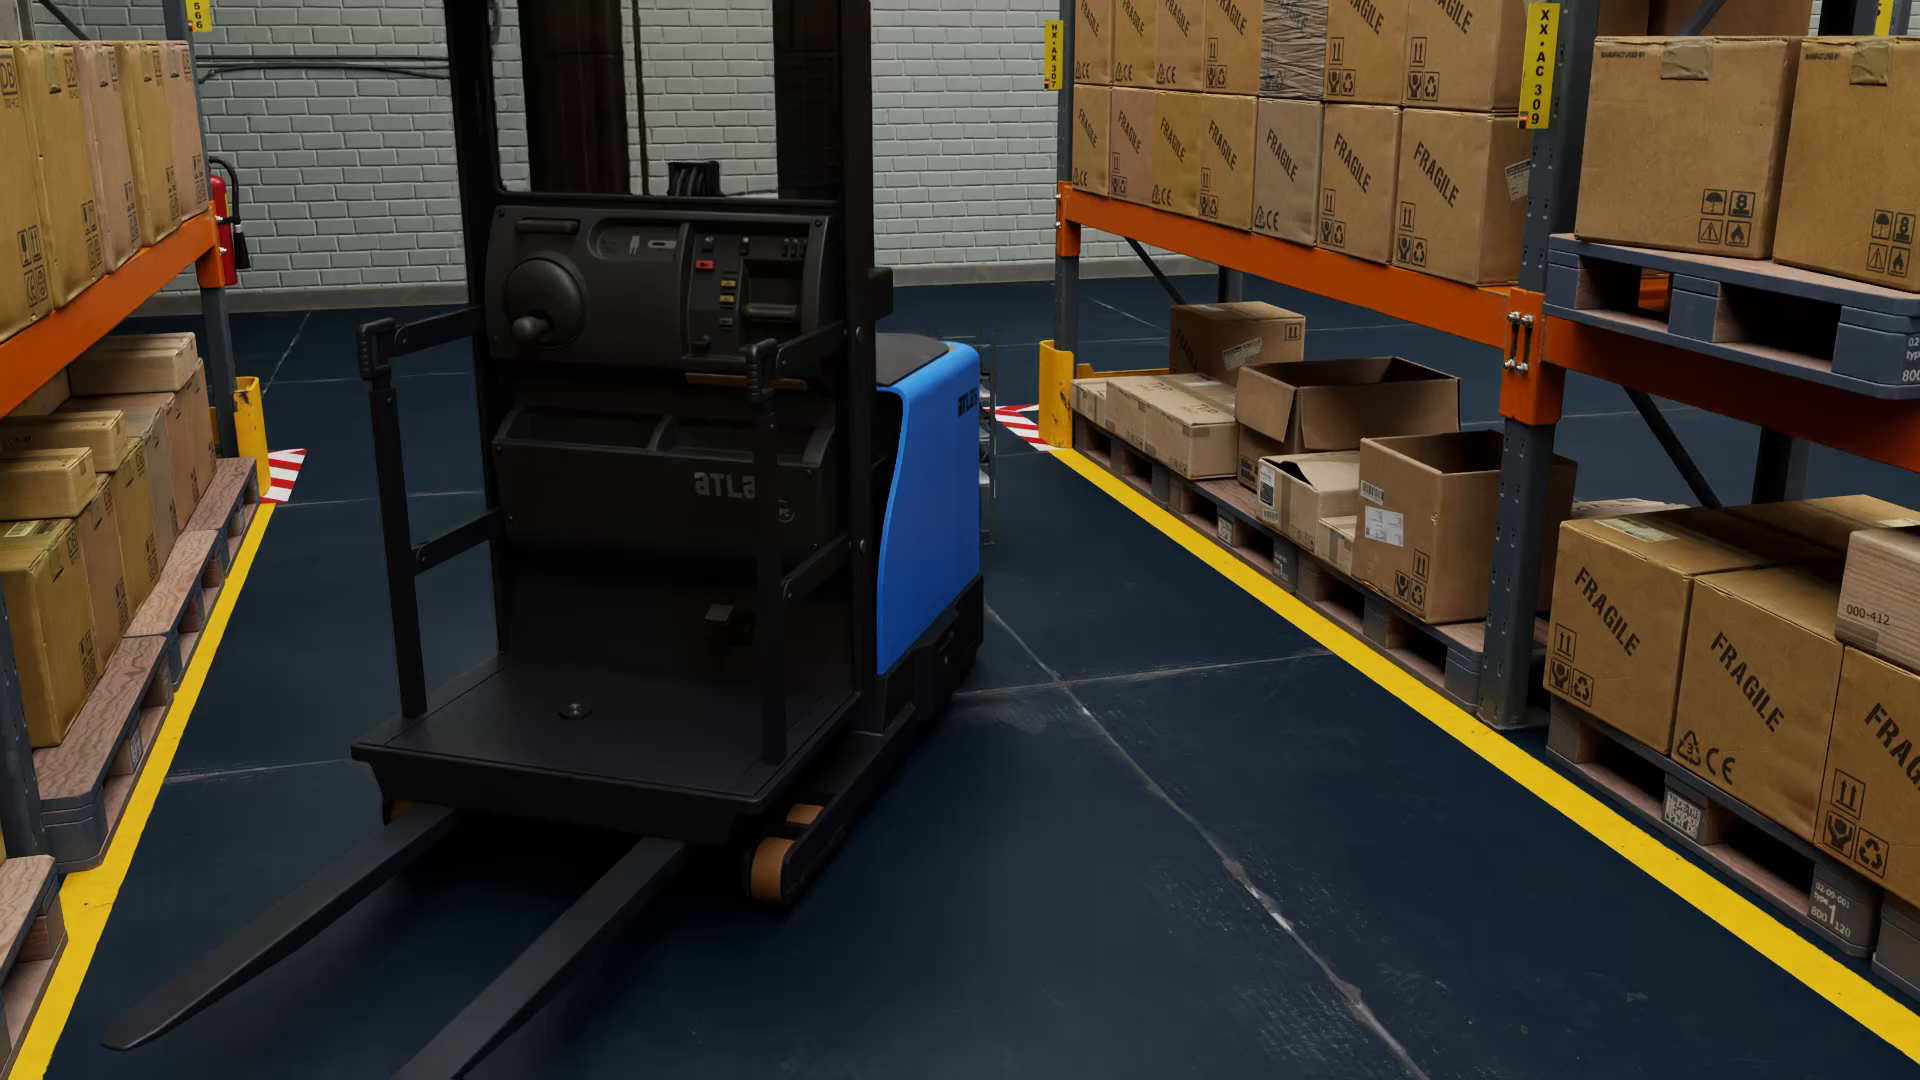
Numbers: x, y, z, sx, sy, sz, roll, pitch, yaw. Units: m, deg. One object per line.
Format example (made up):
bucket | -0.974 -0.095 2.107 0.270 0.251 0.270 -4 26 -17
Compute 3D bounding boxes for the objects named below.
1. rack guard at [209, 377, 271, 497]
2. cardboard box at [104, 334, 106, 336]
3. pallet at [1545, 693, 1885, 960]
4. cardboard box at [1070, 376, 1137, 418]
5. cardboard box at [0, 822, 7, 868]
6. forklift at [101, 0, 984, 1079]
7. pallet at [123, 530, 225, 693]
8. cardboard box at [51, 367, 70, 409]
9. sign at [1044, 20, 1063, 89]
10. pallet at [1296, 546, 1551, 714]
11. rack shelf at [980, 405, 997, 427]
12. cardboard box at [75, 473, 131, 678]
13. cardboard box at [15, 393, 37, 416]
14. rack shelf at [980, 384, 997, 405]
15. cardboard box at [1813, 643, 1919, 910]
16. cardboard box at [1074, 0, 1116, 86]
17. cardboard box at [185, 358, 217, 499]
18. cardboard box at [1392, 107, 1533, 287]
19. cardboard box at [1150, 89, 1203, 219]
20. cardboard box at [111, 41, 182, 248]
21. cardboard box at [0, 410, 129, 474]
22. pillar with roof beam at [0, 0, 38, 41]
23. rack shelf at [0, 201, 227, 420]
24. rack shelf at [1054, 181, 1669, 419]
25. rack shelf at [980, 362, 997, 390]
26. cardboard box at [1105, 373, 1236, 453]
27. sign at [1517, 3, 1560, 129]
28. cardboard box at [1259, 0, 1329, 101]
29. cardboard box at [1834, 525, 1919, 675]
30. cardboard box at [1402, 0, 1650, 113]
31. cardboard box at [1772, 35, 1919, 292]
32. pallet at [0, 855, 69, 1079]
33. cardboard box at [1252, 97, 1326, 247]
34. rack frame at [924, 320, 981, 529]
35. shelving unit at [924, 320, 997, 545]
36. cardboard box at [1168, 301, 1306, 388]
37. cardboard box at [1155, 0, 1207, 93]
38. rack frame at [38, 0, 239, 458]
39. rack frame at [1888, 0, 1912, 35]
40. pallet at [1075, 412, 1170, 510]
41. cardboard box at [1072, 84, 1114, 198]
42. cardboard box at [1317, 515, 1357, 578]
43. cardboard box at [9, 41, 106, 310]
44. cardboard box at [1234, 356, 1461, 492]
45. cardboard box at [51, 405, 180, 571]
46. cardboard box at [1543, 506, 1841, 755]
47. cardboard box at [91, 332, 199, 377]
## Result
rack guard | -3.783 -0.432 7.521 1.175 0.500 0.348 -5 17 -15
cardboard box | -3.714 -0.770 6.790 0.380 0.149 0.250 -5 17 -15
pallet | 2.345 0.649 4.426 1.003 0.211 1.213 -5 17 -15
cardboard box | 0.770 -0.718 8.318 0.380 0.149 0.250 -5 17 -15
cardboard box | -2.373 0.482 3.141 0.750 0.750 0.750 -4 17 -15
forklift | -0.835 -0.647 4.012 1.130 2.935 3.031 5 17 16
pallet | -3.150 0.265 5.704 1.003 0.211 1.213 -5 17 -15
cardboard box | -3.506 -0.561 6.093 0.380 0.149 0.250 -5 17 -15
sign | 0.464 -2.387 8.179 0.100 0.325 0.005 -5 17 -15
pallet | 1.897 0.237 5.797 1.003 0.211 1.213 -5 17 -15
rack shelf | -0.002 -0.488 6.814 0.258 0.077 0.200 -5 17 -15
cardboard box | -2.919 0.126 4.934 0.700 0.500 0.500 -5 17 -16
cardboard box | -3.364 -0.420 5.623 0.380 0.149 0.250 -5 17 -15
rack shelf | -0.002 -0.574 6.788 0.258 0.077 0.200 -5 17 -15
cardboard box | 2.271 0.516 3.600 0.500 0.500 0.500 -4 17 -15
cardboard box | 0.854 -2.398 7.811 0.500 0.500 0.500 -4 17 -14
cardboard box | -3.488 -0.441 6.820 0.700 0.500 0.500 -5 17 -15
cardboard box | 1.701 -1.075 5.142 0.500 0.500 0.500 -4 17 -14
cardboard box | 1.136 -1.638 7.018 0.500 0.500 0.500 -5 17 -15
cardboard box | -3.416 -1.426 5.962 0.980 0.700 0.700 -5 17 -16
cardboard box | -2.846 -0.299 5.222 0.380 0.149 0.250 -5 17 -17
pillar with roof beam | -1.211 -5.515 9.668 9.100 9.000 0.400 -5 17 -15
rack shelf | -3.227 -0.725 5.401 1.077 0.370 4.000 -5 17 -15
rack shelf | 1.535 -1.117 6.709 1.077 0.370 4.000 -5 17 -15
rack shelf | -0.002 -0.660 6.762 0.258 0.077 0.200 -5 17 -15
cardboard box | 1.000 -0.598 7.743 0.500 0.250 0.500 -5 17 -15
sign | 1.565 -1.278 4.489 0.100 0.325 0.005 -5 17 -15
cardboard box | 1.415 -1.836 5.938 0.500 0.500 0.500 -5 17 -15
cardboard box | 2.258 0.148 3.521 0.500 0.250 0.500 -5 17 -15
cardboard box | 1.697 -1.555 5.003 0.500 0.500 0.500 -5 17 -15
cardboard box | 2.250 -0.824 3.577 0.700 0.500 0.500 -2 17 -6
pallet | -2.392 1.027 3.167 1.003 0.211 1.213 -5 17 -15
cardboard box | 1.414 -1.359 6.089 0.500 0.500 0.500 -4 17 -14
rack frame | -0.030 -0.461 6.924 0.240 0.900 0.006 -5 17 -15
shelving unit | -0.002 -0.433 6.830 0.258 0.900 0.210 -5 17 -15
cardboard box | 1.372 -0.898 8.307 0.500 0.500 0.500 -5 17 -15
cardboard box | 1.138 -2.116 6.869 0.500 0.500 0.500 -4 17 -14
rack frame | -3.776 -1.623 7.140 1.000 3.000 0.127 -5 17 -15
rack frame | 5.749 -2.406 9.747 1.000 3.000 0.127 -5 17 -15
pallet | 1.227 -0.438 8.044 1.003 0.211 1.213 -5 17 -15
cardboard box | 0.854 -1.920 7.954 0.500 0.500 0.500 -4 17 -14
cardboard box | 1.495 0.012 5.890 0.380 0.149 0.250 -5 17 -15
cardboard box | -3.006 -1.013 4.590 0.980 0.700 0.700 -5 17 -17
cardboard box | 1.564 -0.443 6.788 0.797 0.503 0.637 -5 17 -15
cardboard box | -3.211 -0.163 5.897 0.700 0.500 0.500 -5 18 -17
cardboard box | 1.984 0.231 4.550 0.500 0.500 0.500 -6 18 -18
cardboard box | -3.277 -0.730 6.657 0.380 0.149 0.250 -5 17 -16
